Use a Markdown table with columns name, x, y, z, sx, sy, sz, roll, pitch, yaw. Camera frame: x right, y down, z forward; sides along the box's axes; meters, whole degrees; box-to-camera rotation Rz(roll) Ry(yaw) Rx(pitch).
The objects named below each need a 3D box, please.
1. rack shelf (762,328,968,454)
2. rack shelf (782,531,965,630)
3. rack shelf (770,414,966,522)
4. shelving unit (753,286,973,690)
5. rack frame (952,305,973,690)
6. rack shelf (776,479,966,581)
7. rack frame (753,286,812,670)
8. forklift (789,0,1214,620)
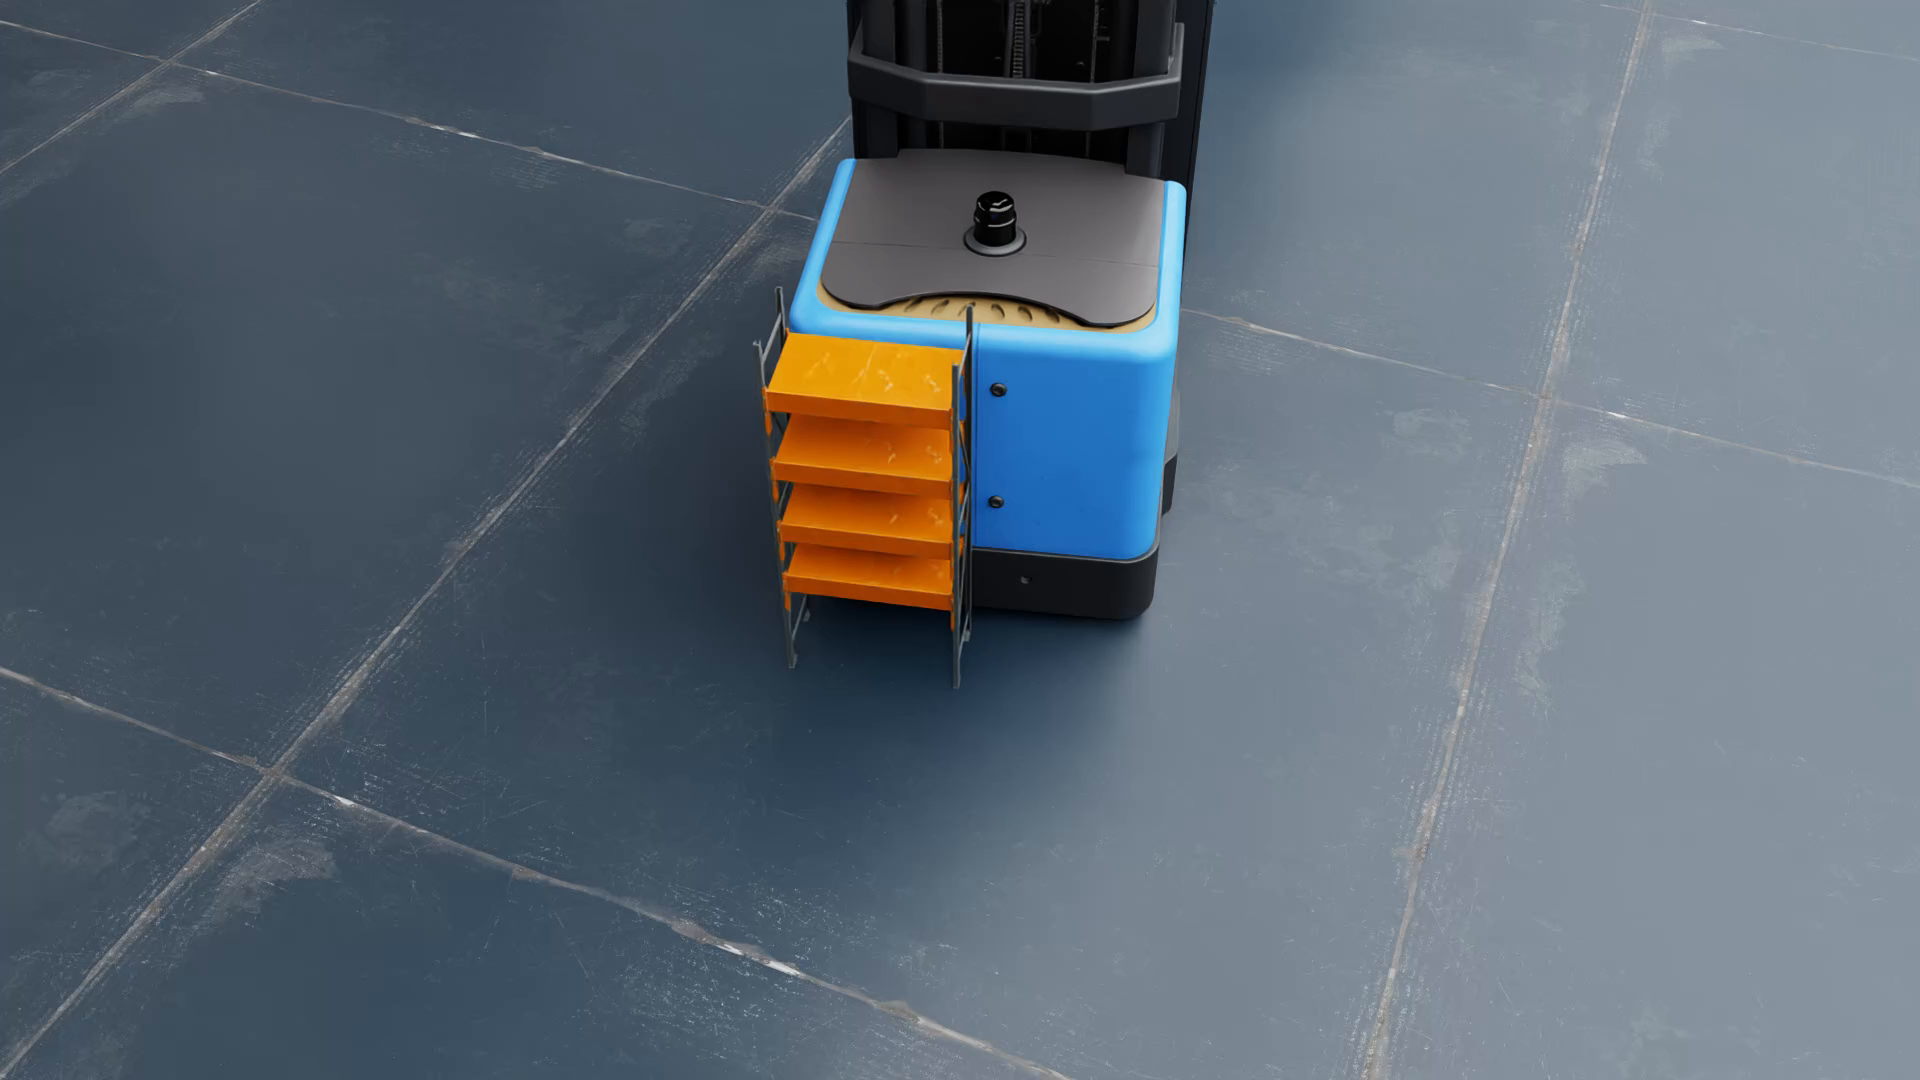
| name | x | y | z | sx | sy | sz | roll | pitch | yaw |
| --- | --- | --- | --- | --- | --- | --- | --- | --- | --- |
| rack shelf | -0.234 | -0.381 | 4.225 | 0.480 | 0.148 | 0.258 | 7 | 45 | 7 |
| rack shelf | -0.234 | 0.086 | 4.690 | 0.480 | 0.148 | 0.258 | 7 | 45 | 7 |
| rack shelf | -0.234 | -0.213 | 4.392 | 0.480 | 0.148 | 0.258 | 7 | 45 | 7 |
| shelving unit | -0.234 | -0.102 | 4.502 | 0.503 | 1.200 | 0.258 | 7 | 45 | 7 |
| rack frame | 0.007 | -0.075 | 4.474 | 0.015 | 1.200 | 0.240 | 7 | 45 | 7 |
| rack shelf | -0.234 | -0.055 | 4.549 | 0.480 | 0.148 | 0.258 | 7 | 45 | 7 |
| rack frame | -0.475 | -0.130 | 4.530 | 0.015 | 1.200 | 0.240 | 7 | 45 | 7 |
| forklift | 0.237 | -1.850 | 5.031 | 1.130 | 2.935 | 3.031 | 5 | 45 | 5 |
